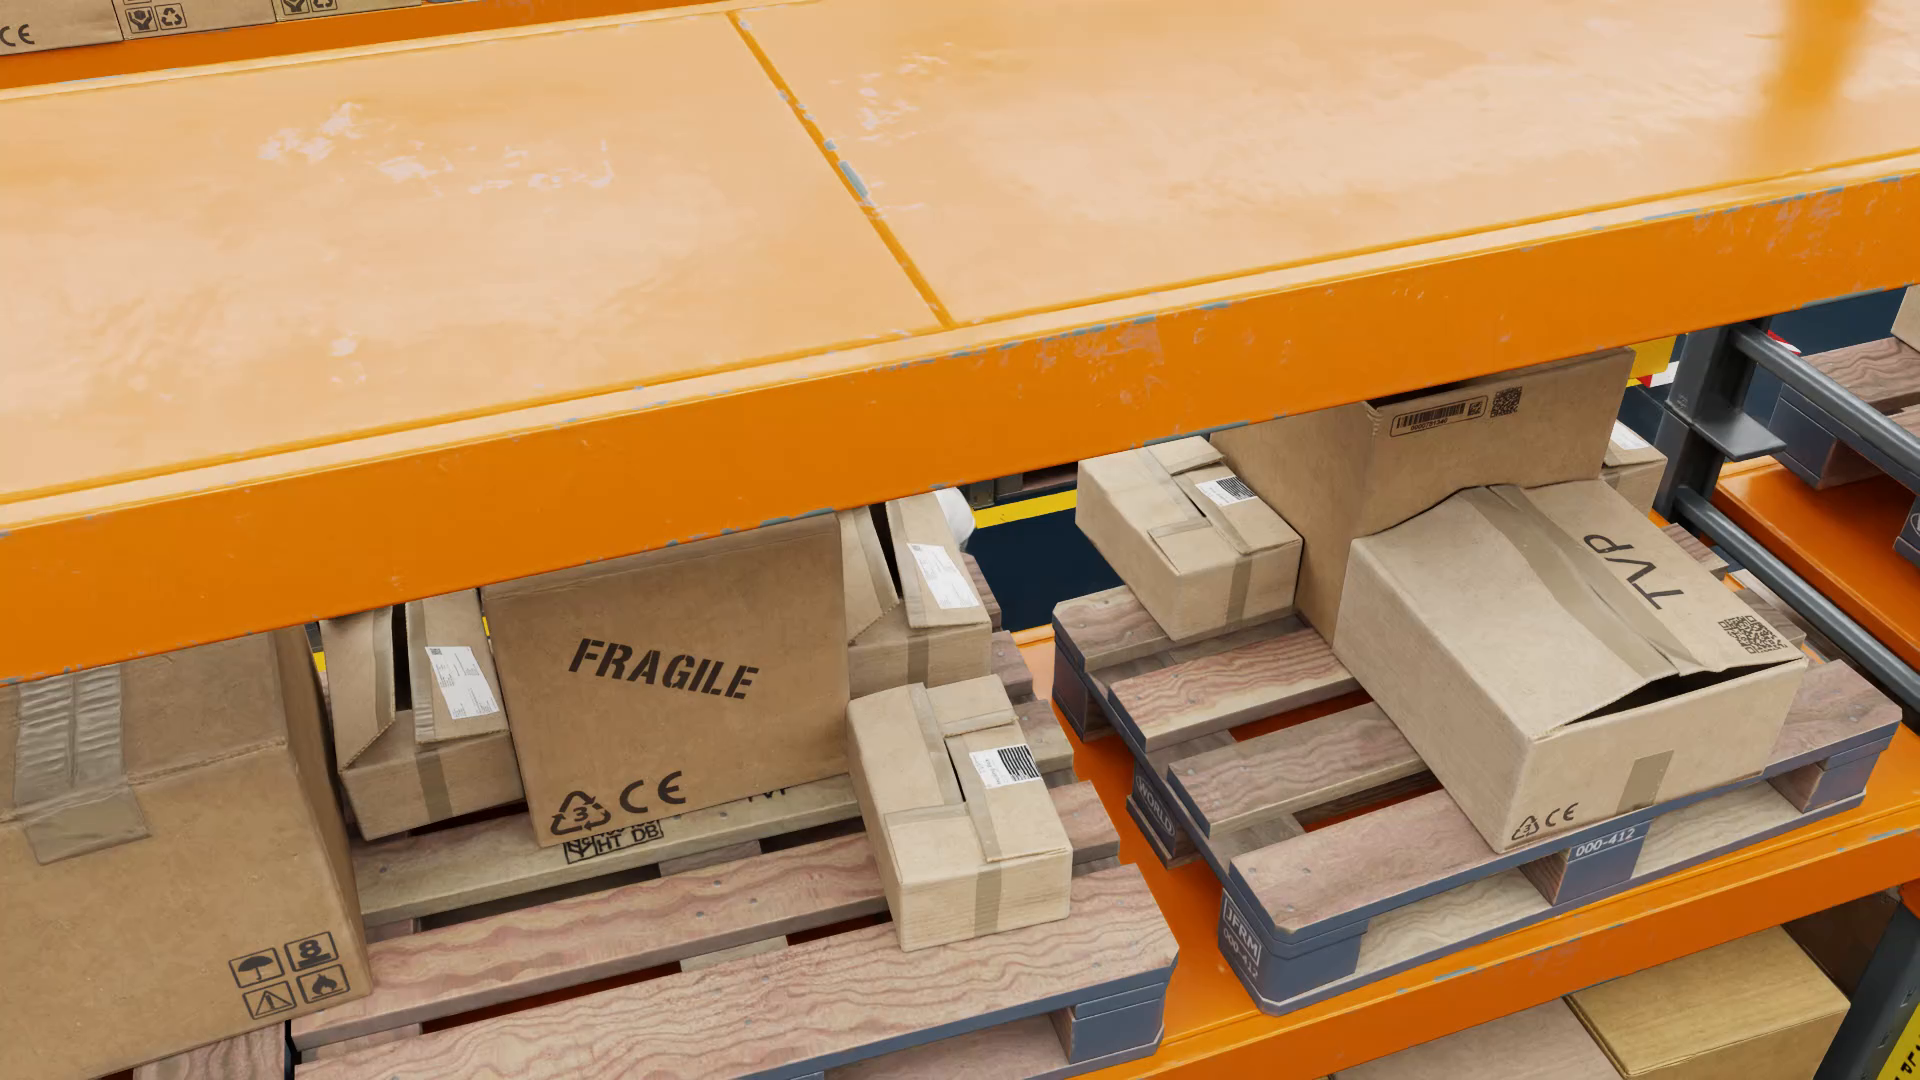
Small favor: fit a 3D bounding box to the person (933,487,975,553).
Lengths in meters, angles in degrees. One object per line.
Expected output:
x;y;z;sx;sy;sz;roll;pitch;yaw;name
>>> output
-0.438;0.183;6.953;0.996;1.089;0.491;-14;40;-18;person
